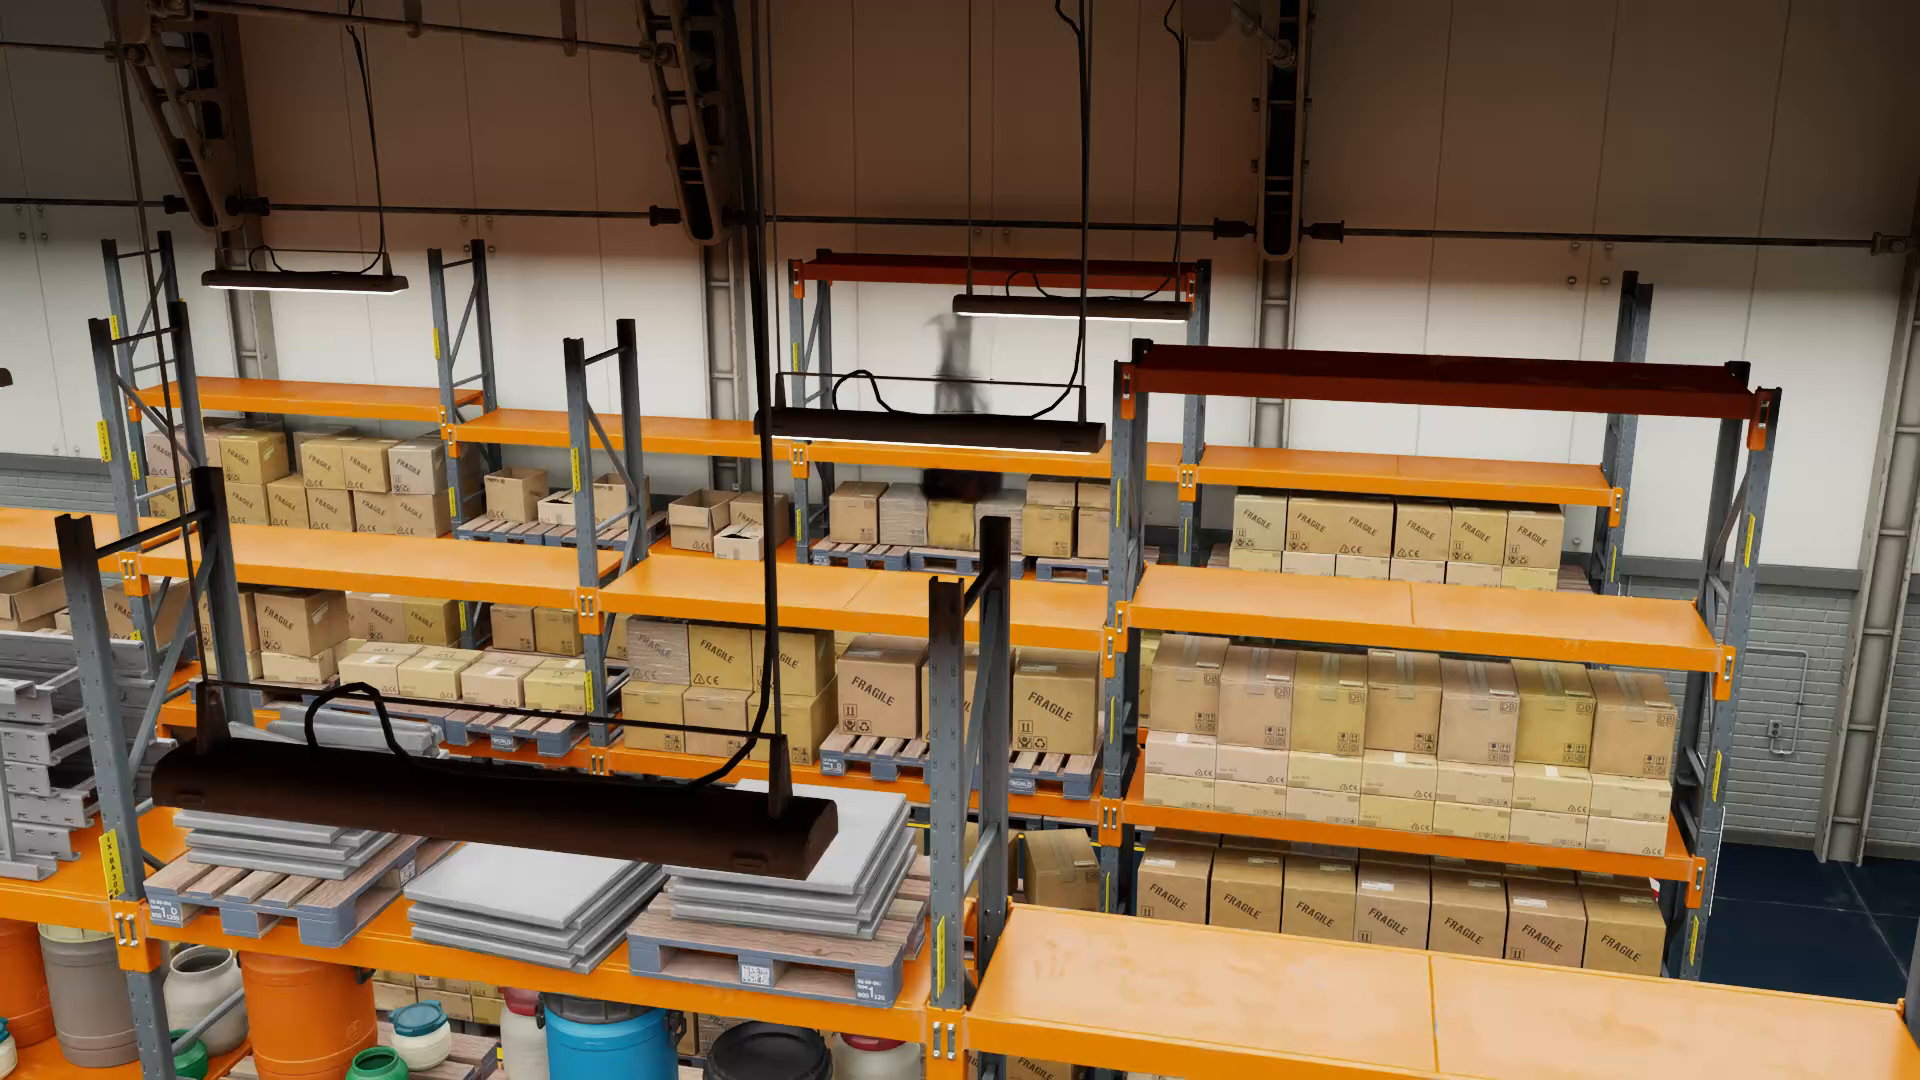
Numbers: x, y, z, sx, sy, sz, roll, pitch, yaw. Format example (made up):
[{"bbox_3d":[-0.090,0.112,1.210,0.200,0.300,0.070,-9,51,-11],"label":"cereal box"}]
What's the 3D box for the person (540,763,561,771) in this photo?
[{"bbox_3d":[-3.699,2.652,16.306,0.828,1.776,0.501,3,17,9],"label":"person"}]
